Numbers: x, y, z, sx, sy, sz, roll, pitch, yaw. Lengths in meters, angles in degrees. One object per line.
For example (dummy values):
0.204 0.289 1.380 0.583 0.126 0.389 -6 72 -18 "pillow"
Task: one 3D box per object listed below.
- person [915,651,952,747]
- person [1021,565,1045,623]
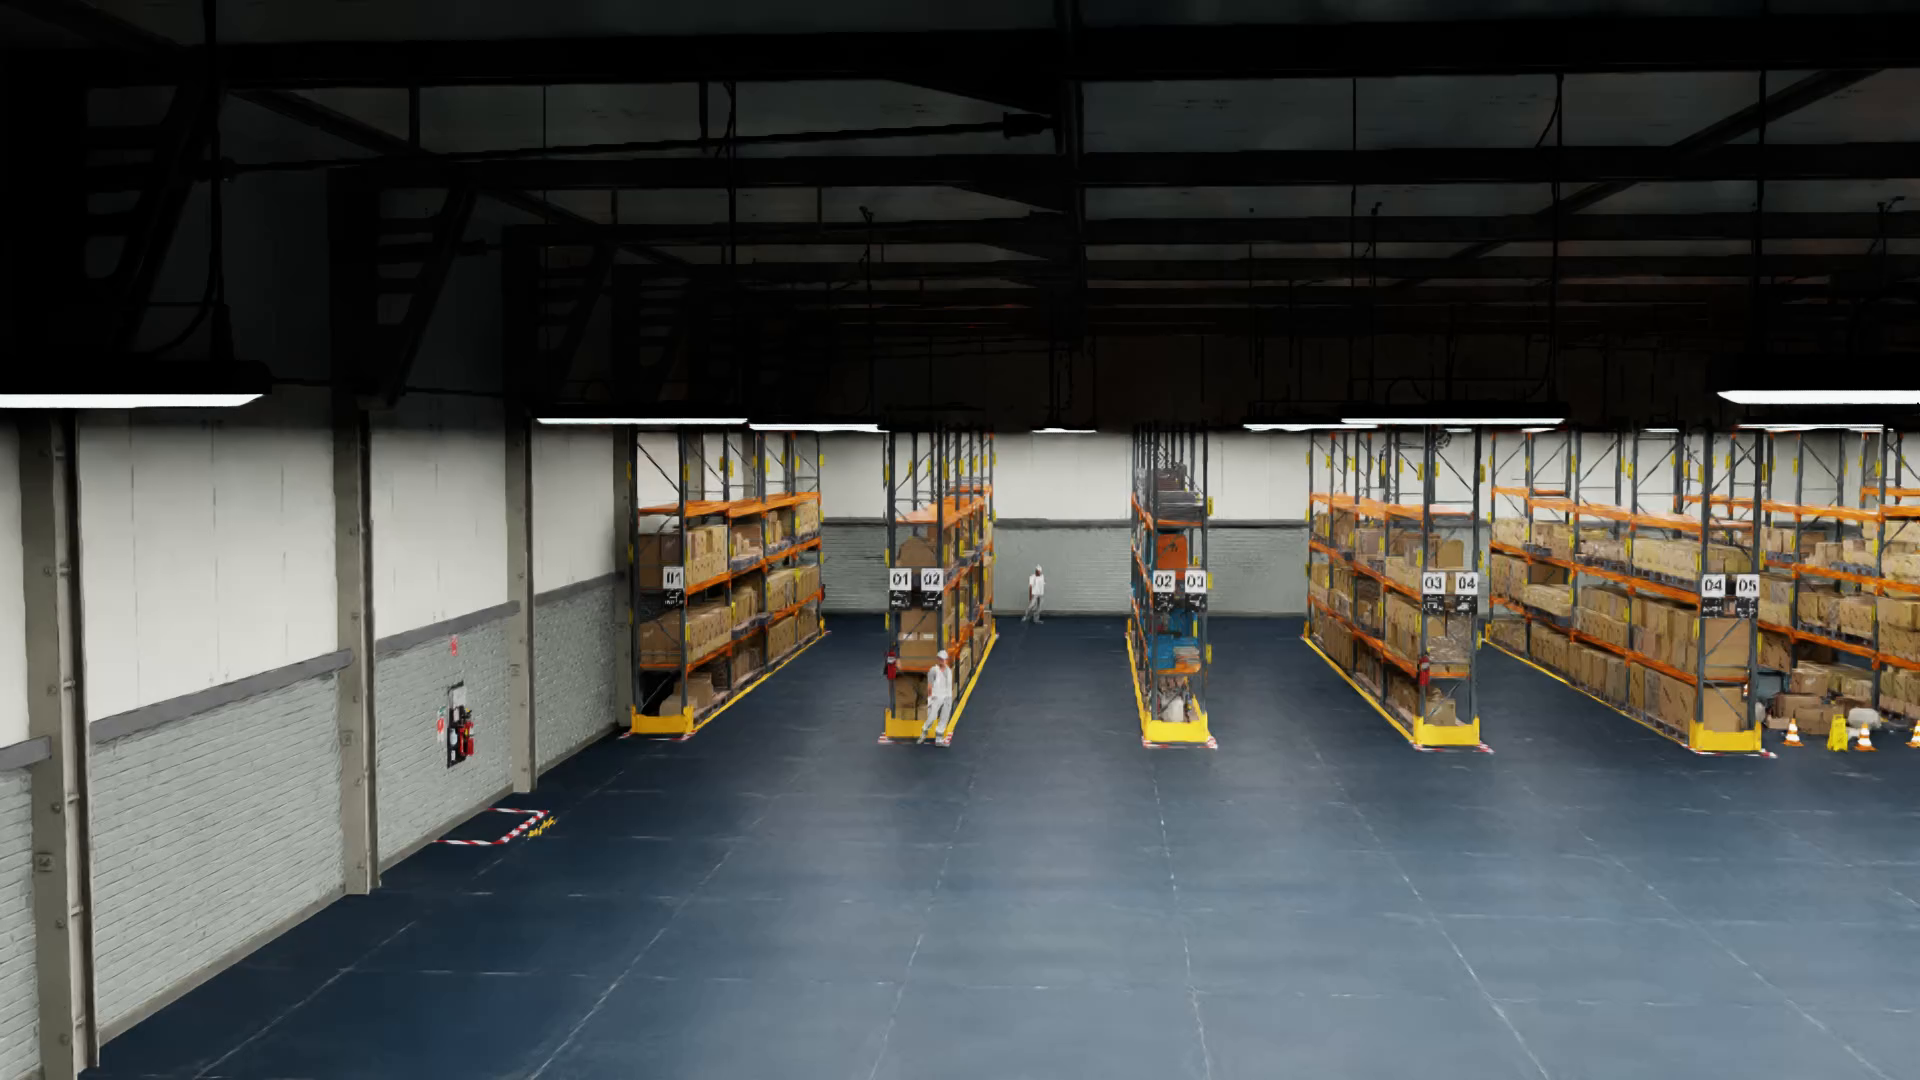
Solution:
-0.451 2.902 30.440 0.717 1.777 0.531 -2 4 -35 "person"
2.245 1.638 50.670 0.746 1.759 0.529 -3 4 -35 "person"
